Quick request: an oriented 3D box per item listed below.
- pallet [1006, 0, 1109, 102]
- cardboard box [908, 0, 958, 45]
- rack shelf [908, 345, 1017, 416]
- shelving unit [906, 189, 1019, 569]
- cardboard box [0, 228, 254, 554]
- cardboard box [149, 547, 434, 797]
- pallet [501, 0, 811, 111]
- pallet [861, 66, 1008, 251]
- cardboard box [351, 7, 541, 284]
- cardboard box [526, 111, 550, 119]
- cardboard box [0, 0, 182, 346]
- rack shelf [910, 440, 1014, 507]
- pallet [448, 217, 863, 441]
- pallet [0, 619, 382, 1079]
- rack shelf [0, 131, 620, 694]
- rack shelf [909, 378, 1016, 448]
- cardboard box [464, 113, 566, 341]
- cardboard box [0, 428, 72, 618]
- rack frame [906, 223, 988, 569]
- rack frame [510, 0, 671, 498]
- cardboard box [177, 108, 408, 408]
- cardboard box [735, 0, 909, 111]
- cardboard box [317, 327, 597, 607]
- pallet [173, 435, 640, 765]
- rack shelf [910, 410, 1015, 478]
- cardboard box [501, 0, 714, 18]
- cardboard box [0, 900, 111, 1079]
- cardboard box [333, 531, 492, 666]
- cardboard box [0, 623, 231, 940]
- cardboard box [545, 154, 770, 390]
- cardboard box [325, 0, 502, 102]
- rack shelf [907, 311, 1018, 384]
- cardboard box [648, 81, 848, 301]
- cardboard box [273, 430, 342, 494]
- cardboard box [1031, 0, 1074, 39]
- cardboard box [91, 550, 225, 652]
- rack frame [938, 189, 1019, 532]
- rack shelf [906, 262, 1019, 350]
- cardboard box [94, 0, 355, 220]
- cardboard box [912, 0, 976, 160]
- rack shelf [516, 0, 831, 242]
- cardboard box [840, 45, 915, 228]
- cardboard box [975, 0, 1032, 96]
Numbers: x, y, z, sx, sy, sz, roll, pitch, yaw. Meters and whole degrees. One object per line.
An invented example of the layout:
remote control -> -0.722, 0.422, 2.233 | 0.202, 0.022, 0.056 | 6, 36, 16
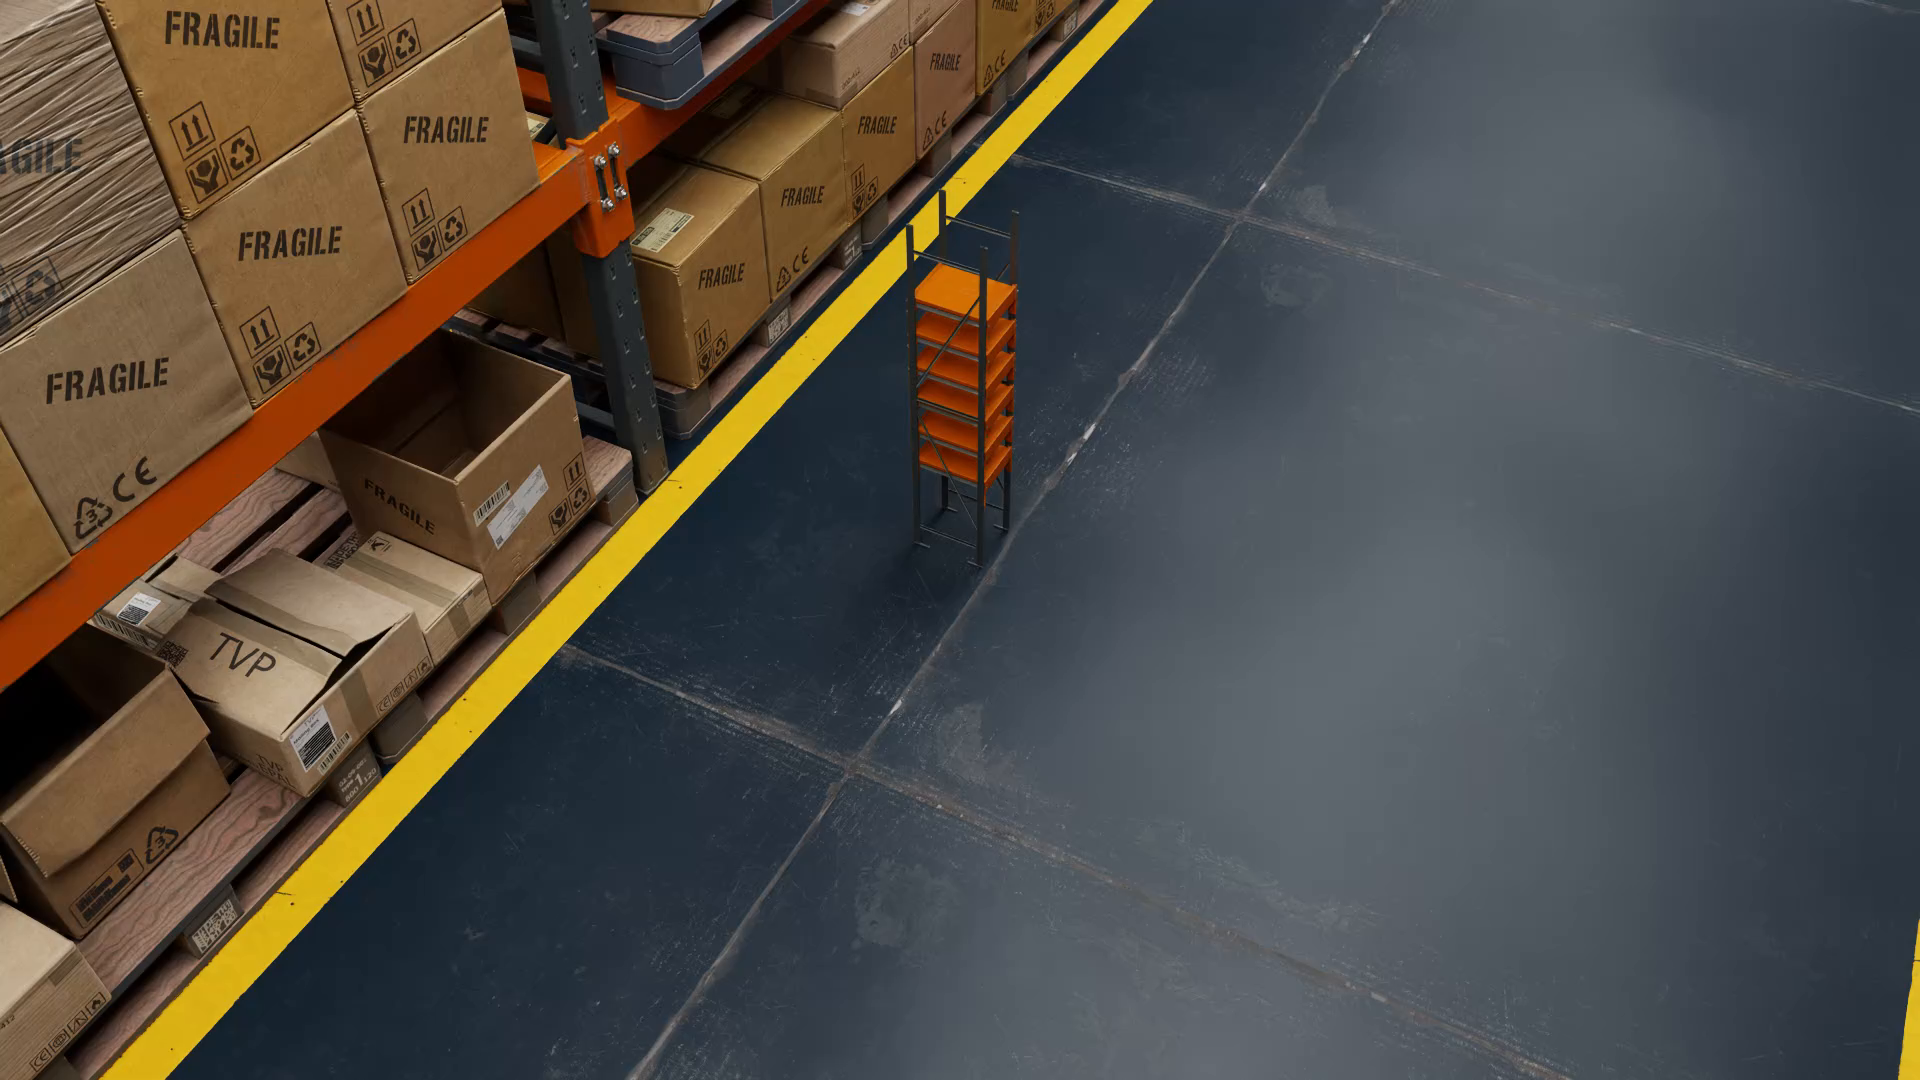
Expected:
pallet -> 0.054, -2.477, 7.550 | 1.003, 0.211, 1.213 | 20, 49, 19
cardboard box -> -0.285, -2.106, 6.143 | 0.500, 0.250, 0.500 | 20, 49, 18
rack shelf -> 0.007, -0.484, 4.779 | 0.258, 0.103, 0.180 | 20, 49, 19
shelving unit -> 0.007, -0.431, 4.832 | 0.258, 1.200, 0.189 | 20, 49, 19
cardboard box -> -1.902, -0.381, 3.448 | 0.500, 0.500, 0.500 | 22, 49, 20
cardboard box -> -1.784, 0.320, 4.406 | 0.500, 0.311, 0.500 | 20, 49, 19
pallet -> -0.955, -1.795, 5.050 | 1.003, 0.211, 1.213 | 20, 49, 19
pallet -> -0.513, -1.712, 6.793 | 1.003, 0.211, 1.213 | 20, 49, 19
cardboard box -> -1.427, -1.031, 4.090 | 0.500, 0.500, 0.500 | 21, 49, 20
cardboard box -> -1.210, -1.386, 5.959 | 0.500, 0.500, 0.500 | 21, 49, 19
cardboard box -> -1.897, -0.737, 3.096 | 0.500, 0.500, 0.500 | 21, 49, 19
rack shelf -> 0.007, -0.231, 5.035 | 0.258, 0.103, 0.180 | 20, 49, 19
pallet -> -1.078, -0.940, 6.031 | 1.003, 0.211, 1.213 | 20, 49, 19
pallet -> -2.307, 0.789, 4.322 | 1.003, 0.211, 1.213 | 20, 49, 19
rack shelf -> -2.351, 0.117, 3.531 | 1.077, 0.370, 4.000 | 20, 49, 19
rack shelf -> 0.007, -0.400, 4.864 | 0.258, 0.103, 0.180 | 20, 49, 19
cardboard box -> -1.447, -1.077, 5.654 | 0.500, 0.500, 0.500 | 20, 49, 19
cardboard box -> -2.136, -0.060, 3.130 | 0.500, 0.500, 0.500 | 21, 49, 20
rack frame -> -0.036, -0.373, 4.775 | 0.240, 1.200, 0.006 | 20, 49, 19
rack frame -> -1.422, -1.396, 4.520 | 1.000, 3.000, 0.127 | 20, 49, 19
cardboard box -> -1.665, -0.706, 3.768 | 0.500, 0.500, 0.500 | 22, 49, 20
cardboard box -> -0.518, -1.789, 5.830 | 0.500, 0.250, 0.500 | 21, 49, 19
cardboard box -> -1.436, -0.219, 4.806 | 0.500, 0.500, 0.500 | 20, 49, 19
pallet -> -1.742, 0.017, 5.085 | 1.003, 0.211, 1.213 | 20, 49, 19
rack shelf -> 0.007, -0.315, 4.949 | 0.258, 0.103, 0.180 | 20, 49, 19
cardboard box -> -1.004, -1.803, 4.557 | 0.700, 0.500, 0.500 | 6, 46, 6
cardboard box -> -2.311, 1.057, 3.720 | 0.500, 0.250, 0.500 | 20, 49, 19
cardboard box -> -1.557, 0.161, 4.677 | 0.380, 0.149, 0.250 | 20, 49, 19
cardboard box -> -2.290, 0.513, 4.080 | 0.797, 0.503, 0.637 | 20, 49, 19
cardboard box -> -0.982, -0.896, 5.475 | 0.500, 0.500, 0.500 | 18, 48, 17
cardboard box -> -1.428, -1.378, 3.730 | 0.500, 0.500, 0.500 | 21, 49, 19
rack shelf -> 0.007, -0.568, 4.693 | 0.258, 0.103, 0.180 | 20, 49, 19
cardboard box -> -0.744, -1.235, 5.810 | 0.500, 0.500, 0.500 | 21, 49, 20
cardboard box -> -1.809, -0.412, 5.129 | 0.500, 0.311, 0.500 | 20, 49, 19
cardboard box -> 0.208, -2.525, 7.084 | 0.500, 0.500, 0.500 | 22, 49, 21
cardboard box -> -2.202, 0.187, 4.639 | 0.380, 0.166, 0.250 | 20, 49, 19
rack frame -> 0.049, -0.489, 4.889 | 0.240, 1.200, 0.006 | 20, 49, 19
rack shelf -> 0.007, -0.653, 4.608 | 0.258, 0.103, 0.180 | 20, 49, 19
cardboard box -> -1.663, -1.054, 3.410 | 0.500, 0.500, 0.500 | 20, 49, 18
cardboard box -> -0.271, -1.866, 6.434 | 0.500, 0.500, 0.500 | 19, 48, 18
rack shelf -> -0.494, -2.403, 6.021 | 1.077, 0.370, 4.000 | 20, 49, 19
cardboard box -> -0.506, -1.548, 6.119 | 0.500, 0.500, 0.500 | 21, 49, 20
cardboard box -> -0.032, -2.199, 6.762 | 0.500, 0.500, 0.500 | 19, 48, 18
